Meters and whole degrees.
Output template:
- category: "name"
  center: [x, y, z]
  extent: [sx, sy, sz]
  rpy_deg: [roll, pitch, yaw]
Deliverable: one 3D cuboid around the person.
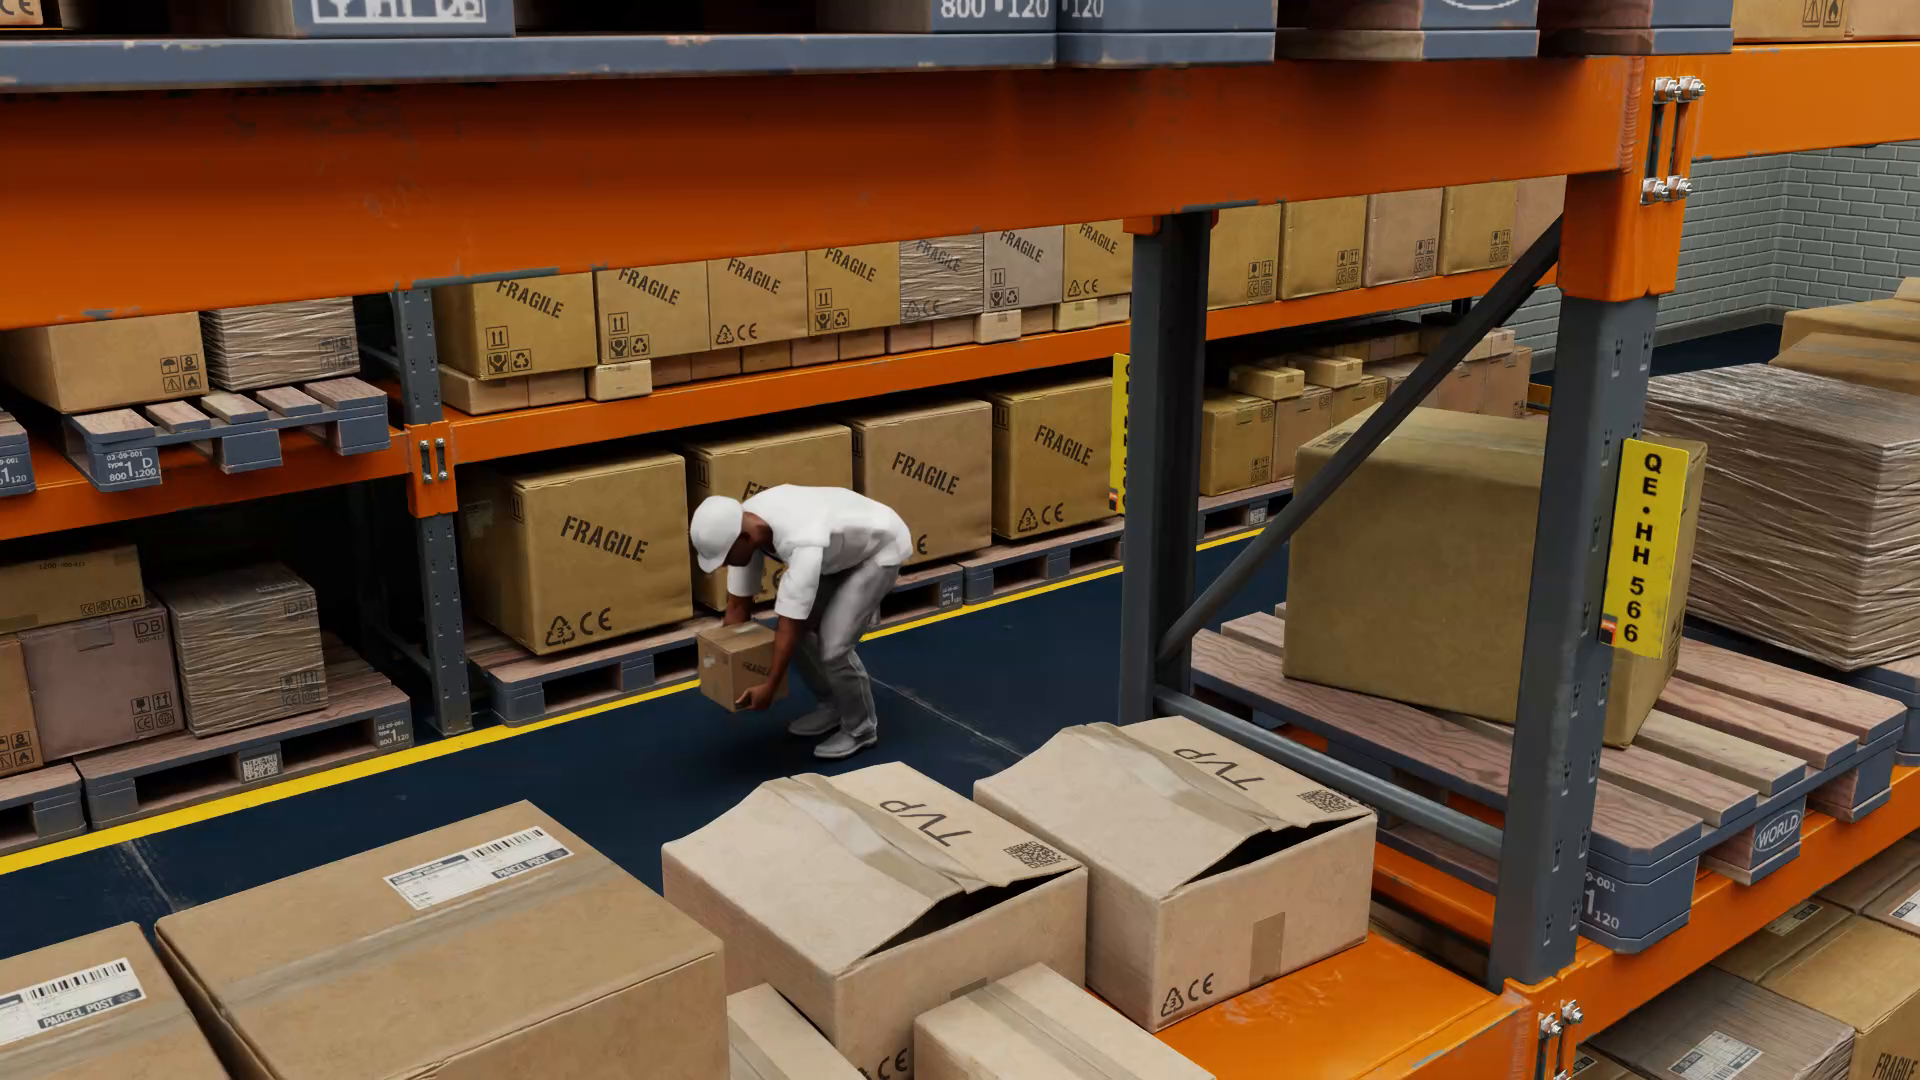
- category: "person"
  center: [-0.623, 0.311, 6.556]
  extent: [0.959, 1.143, 0.511]
  rpy_deg: [-14, 23, -38]
